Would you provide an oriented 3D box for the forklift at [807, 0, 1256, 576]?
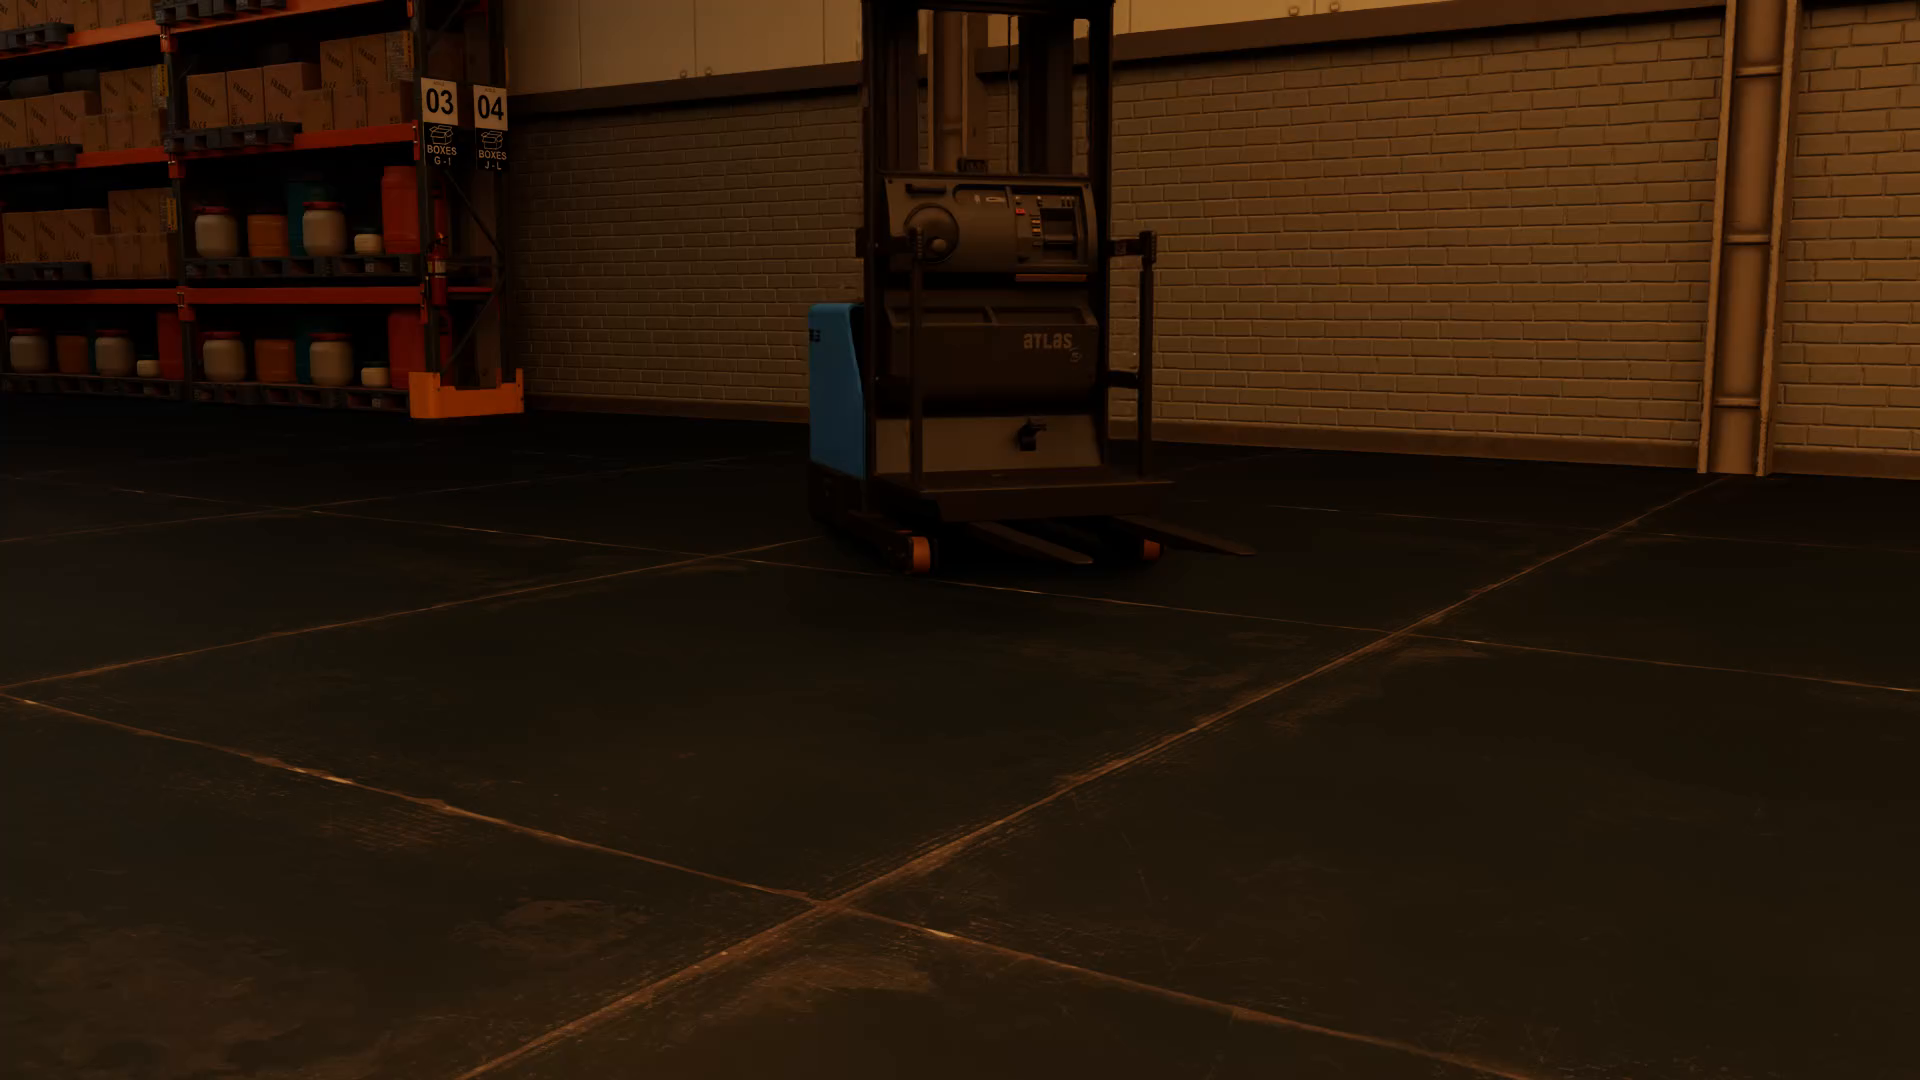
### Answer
[{"bbox_3d":[0.207,-1.370,6.827,1.130,2.935,3.031,-3,9,-19],"label":"forklift"}]
